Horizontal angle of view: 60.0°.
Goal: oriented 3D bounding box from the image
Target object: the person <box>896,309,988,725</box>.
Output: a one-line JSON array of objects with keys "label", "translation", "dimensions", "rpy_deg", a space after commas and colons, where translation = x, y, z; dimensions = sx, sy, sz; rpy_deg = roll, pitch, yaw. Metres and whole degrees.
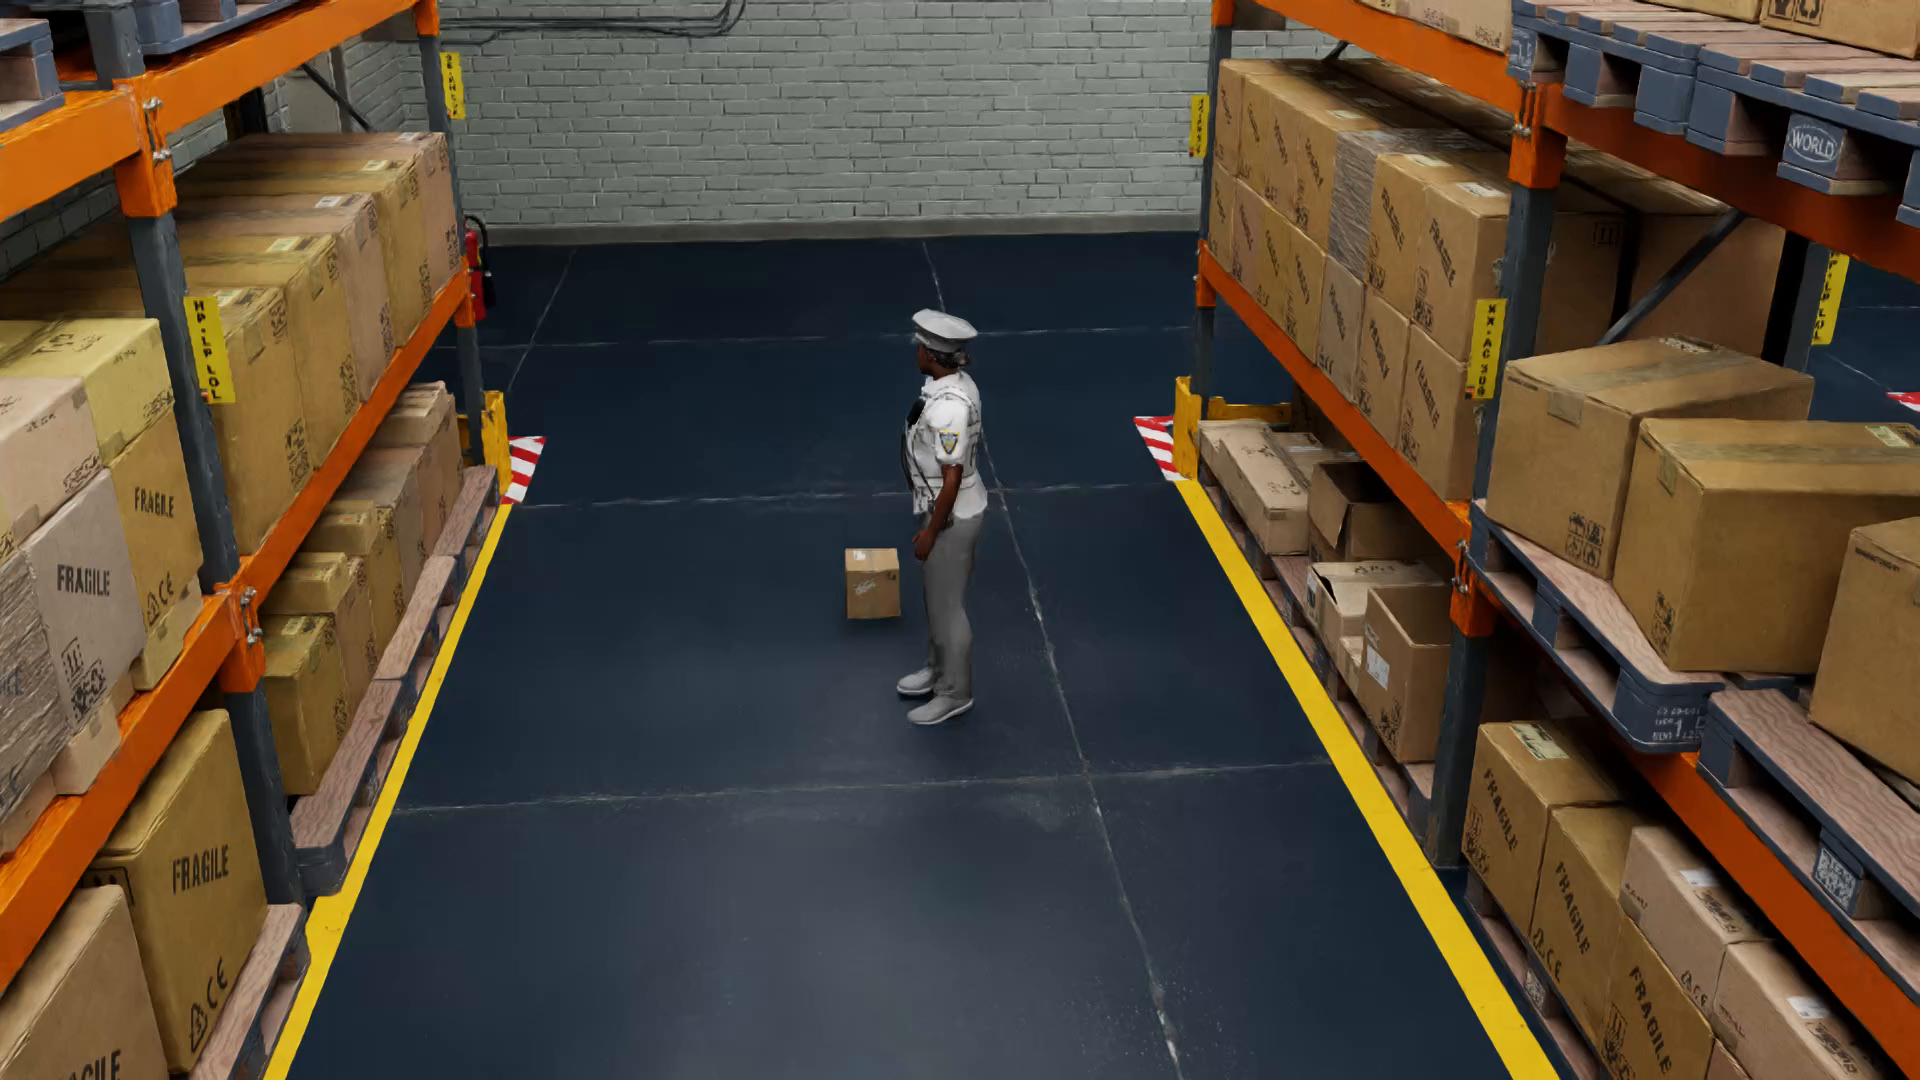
[{"label": "person", "translation": [-0.080, -0.086, 6.771], "dimensions": [0.388, 1.715, 0.500], "rpy_deg": [1, 24, 1]}]
